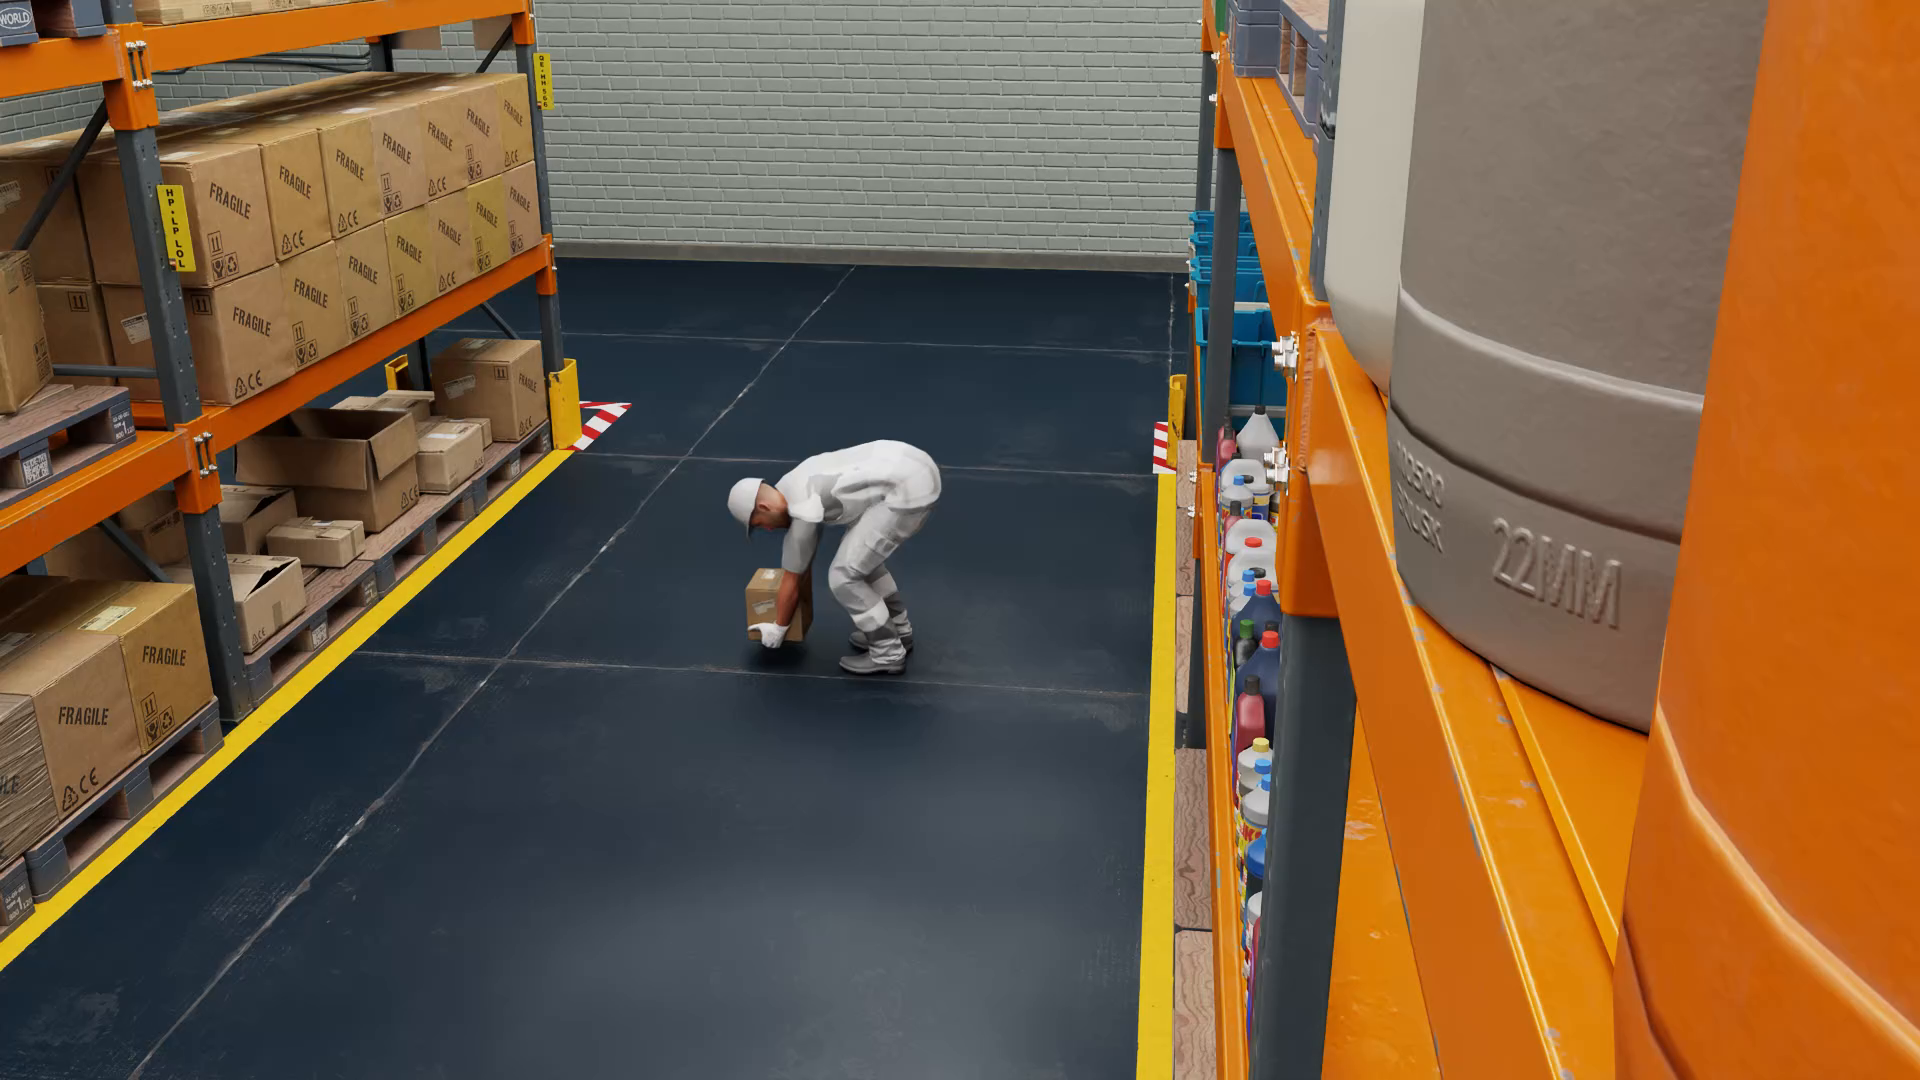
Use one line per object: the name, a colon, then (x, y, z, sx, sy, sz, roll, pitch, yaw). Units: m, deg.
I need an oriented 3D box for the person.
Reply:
person: (-0.556, 0.060, 7.452, 0.955, 1.023, 0.524, 1, 21, 4)
